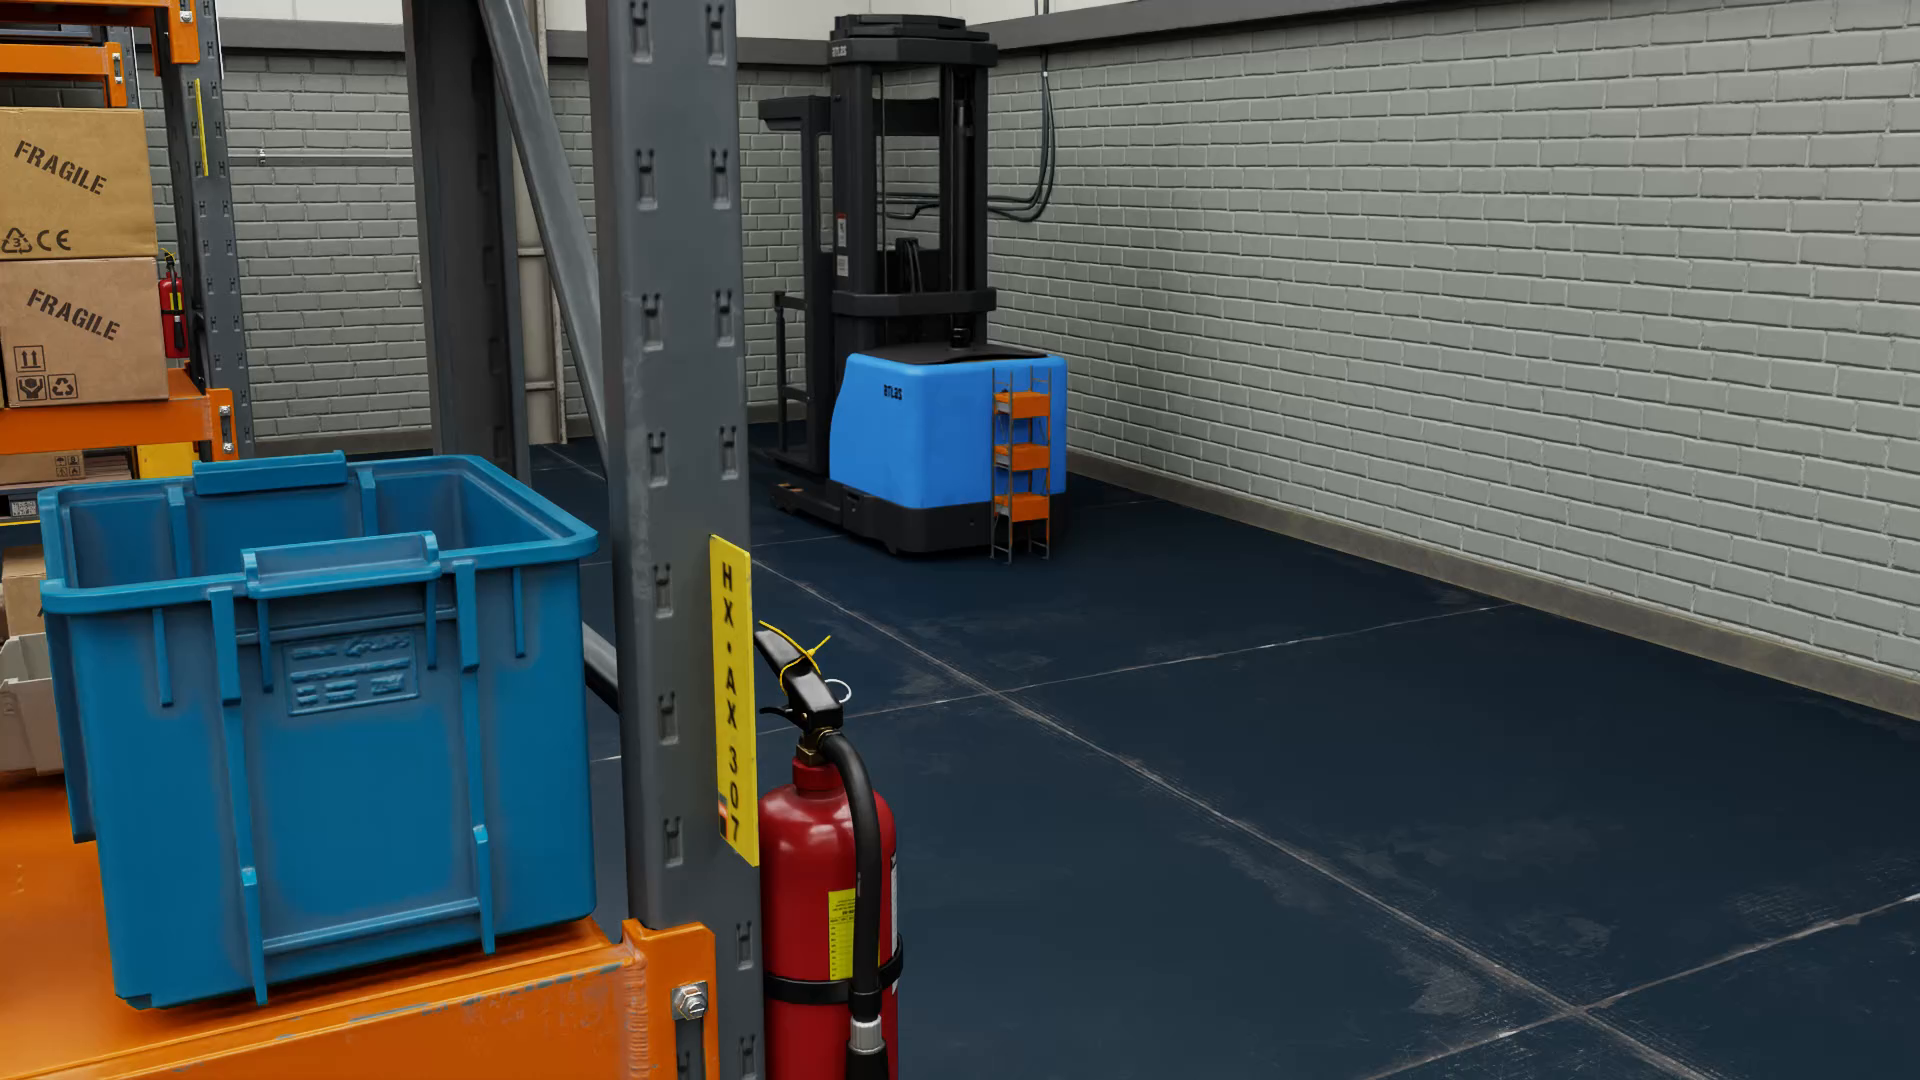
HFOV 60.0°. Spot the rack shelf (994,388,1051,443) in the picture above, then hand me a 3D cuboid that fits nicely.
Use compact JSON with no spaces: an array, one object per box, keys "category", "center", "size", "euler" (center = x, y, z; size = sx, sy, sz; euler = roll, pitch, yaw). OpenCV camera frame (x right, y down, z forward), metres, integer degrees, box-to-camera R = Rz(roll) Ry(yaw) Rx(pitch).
[{"category":"rack shelf","center":[0.330,-0.674,8.968],"size":[0.240,0.259,0.215],"euler":[-7,15,-29]}]

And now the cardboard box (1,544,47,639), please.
[{"category":"cardboard box","center":[-3.236,0.292,6.169],"size":[0.500,0.500,0.500],"euler":[-7,14,-28]}]

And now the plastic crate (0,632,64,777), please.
[{"category":"plastic crate","center":[-1.202,0.217,2.275],"size":[0.298,0.136,0.250],"euler":[-7,14,-28]}]

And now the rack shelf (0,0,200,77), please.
[{"category":"rack shelf","center":[-4.632,-1.719,5.223],"size":[4.000,0.370,1.077],"euler":[-7,14,-28]}]

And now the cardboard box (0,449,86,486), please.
[{"category":"cardboard box","center":[-5.820,-0.664,10.464],"size":[0.500,0.500,0.700],"euler":[-7,14,-28]}]

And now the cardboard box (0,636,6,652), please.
[{"category":"cardboard box","center":[-3.634,0.480,6.094],"size":[0.250,0.166,0.380],"euler":[-7,14,-28]}]

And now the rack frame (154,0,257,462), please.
[{"category":"rack frame","center":[-2.877,-0.817,6.408],"size":[0.127,3.000,1.000],"euler":[-7,14,-28]}]

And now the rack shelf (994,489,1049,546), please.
[{"category":"rack shelf","center":[0.330,-0.126,9.092],"size":[0.240,0.259,0.215],"euler":[-7,15,-29]}]

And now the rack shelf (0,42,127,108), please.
[{"category":"rack shelf","center":[-7.009,-2.673,9.463],"size":[4.000,0.370,1.077],"euler":[-7,14,-28]}]

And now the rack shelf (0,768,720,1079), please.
[{"category":"rack shelf","center":[-2.262,0.699,1.309],"size":[4.000,0.370,1.077],"euler":[-7,14,-28]}]

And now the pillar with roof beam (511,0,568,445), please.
[{"category":"pillar with roof beam","center":[-1.235,-4.319,8.306],"size":[0.400,9.000,9.100],"euler":[-7,14,-28]}]

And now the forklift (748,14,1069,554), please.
[{"category":"forklift","center":[-0.543,-1.629,10.173],"size":[1.130,2.935,3.031],"euler":[-7,14,-28]}]

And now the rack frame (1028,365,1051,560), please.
[{"category":"rack frame","center":[0.435,-0.421,9.088],"size":[0.008,1.050,0.200],"euler":[-7,15,-29]}]

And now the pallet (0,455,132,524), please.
[{"category":"pallet","center":[-5.918,-0.312,10.514],"size":[1.213,0.211,1.003],"euler":[-7,14,-28]}]

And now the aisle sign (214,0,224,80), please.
[{"category":"aisle sign","center":[-2.670,-2.034,5.893],"size":[0.004,0.787,0.394],"euler":[-7,14,-28]}]

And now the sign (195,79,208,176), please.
[{"category":"sign","center":[-2.628,-1.427,5.762],"size":[0.005,0.325,0.100],"euler":[-7,14,-28]}]

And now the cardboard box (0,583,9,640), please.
[{"category":"cardboard box","center":[-3.929,0.365,6.417],"size":[0.500,0.250,0.500],"euler":[-7,14,-28]}]

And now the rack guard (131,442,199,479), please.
[{"category":"rack guard","center":[-5.232,-0.554,10.934],"size":[0.348,0.500,1.175],"euler":[-7,14,-28]}]

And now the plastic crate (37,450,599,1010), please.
[{"category":"plastic crate","center":[-0.711,0.162,1.838],"size":[0.499,0.435,0.616],"euler":[-7,14,-28]}]

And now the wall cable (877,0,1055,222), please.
[{"category":"wall cable","center":[-0.118,-3.709,12.669],"size":[0.112,2.526,3.097],"euler":[-7,14,-28]}]

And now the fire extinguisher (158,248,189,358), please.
[{"category":"fire extinguisher","center":[-4.900,-1.479,10.373],"size":[0.183,0.674,0.296],"euler":[-7,14,-28]}]

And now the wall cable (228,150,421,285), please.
[{"category":"wall cable","center":[-4.583,-2.584,11.946],"size":[1.851,1.984,0.084],"euler":[-7,14,-28]}]

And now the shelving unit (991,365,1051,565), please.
[{"category":"shelving unit","center":[0.330,-0.407,9.028],"size":[0.252,1.050,0.215],"euler":[-7,15,-29]}]

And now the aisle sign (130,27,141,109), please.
[{"category":"aisle sign","center":[-5.046,-2.989,10.140],"size":[0.004,0.787,0.394],"euler":[-7,14,-28]}]

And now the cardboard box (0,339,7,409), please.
[{"category":"cardboard box","center":[-3.593,-0.711,5.709],"size":[0.500,0.500,0.500],"euler":[-7,14,-27]}]

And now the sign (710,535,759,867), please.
[{"category":"sign","center":[-0.229,0.162,1.684],"size":[0.005,0.325,0.100],"euler":[-7,14,-28]}]

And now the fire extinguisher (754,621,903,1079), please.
[{"category":"fire extinguisher","center":[-0.156,0.429,1.896],"size":[0.183,0.674,0.296],"euler":[-7,14,-28]}]

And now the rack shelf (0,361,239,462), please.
[{"category":"rack shelf","center":[-4.632,-0.256,5.552],"size":[4.000,0.370,1.077],"euler":[-7,14,-28]}]

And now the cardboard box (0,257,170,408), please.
[{"category":"cardboard box","center":[-3.139,-0.766,5.955],"size":[0.500,0.500,0.500],"euler":[-6,14,-26]}]

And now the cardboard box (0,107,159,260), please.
[{"category":"cardboard box","center":[-3.135,-1.254,5.844],"size":[0.500,0.500,0.500],"euler":[-7,14,-28]}]

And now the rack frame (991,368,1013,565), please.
[{"category":"rack frame","center":[0.224,-0.394,8.969],"size":[0.008,1.050,0.200],"euler":[-7,15,-29]}]

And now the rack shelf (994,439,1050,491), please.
[{"category":"rack shelf","center":[0.330,-0.397,9.031],"size":[0.240,0.259,0.215],"euler":[-7,15,-29]}]

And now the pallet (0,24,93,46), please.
[{"category":"pallet","center":[-5.899,-3.112,9.973],"size":[1.213,0.211,1.003],"euler":[-7,14,-28]}]

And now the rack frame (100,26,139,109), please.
[{"category":"rack frame","center":[-5.253,-1.771,10.649],"size":[0.127,3.000,1.000],"euler":[-7,14,-28]}]
